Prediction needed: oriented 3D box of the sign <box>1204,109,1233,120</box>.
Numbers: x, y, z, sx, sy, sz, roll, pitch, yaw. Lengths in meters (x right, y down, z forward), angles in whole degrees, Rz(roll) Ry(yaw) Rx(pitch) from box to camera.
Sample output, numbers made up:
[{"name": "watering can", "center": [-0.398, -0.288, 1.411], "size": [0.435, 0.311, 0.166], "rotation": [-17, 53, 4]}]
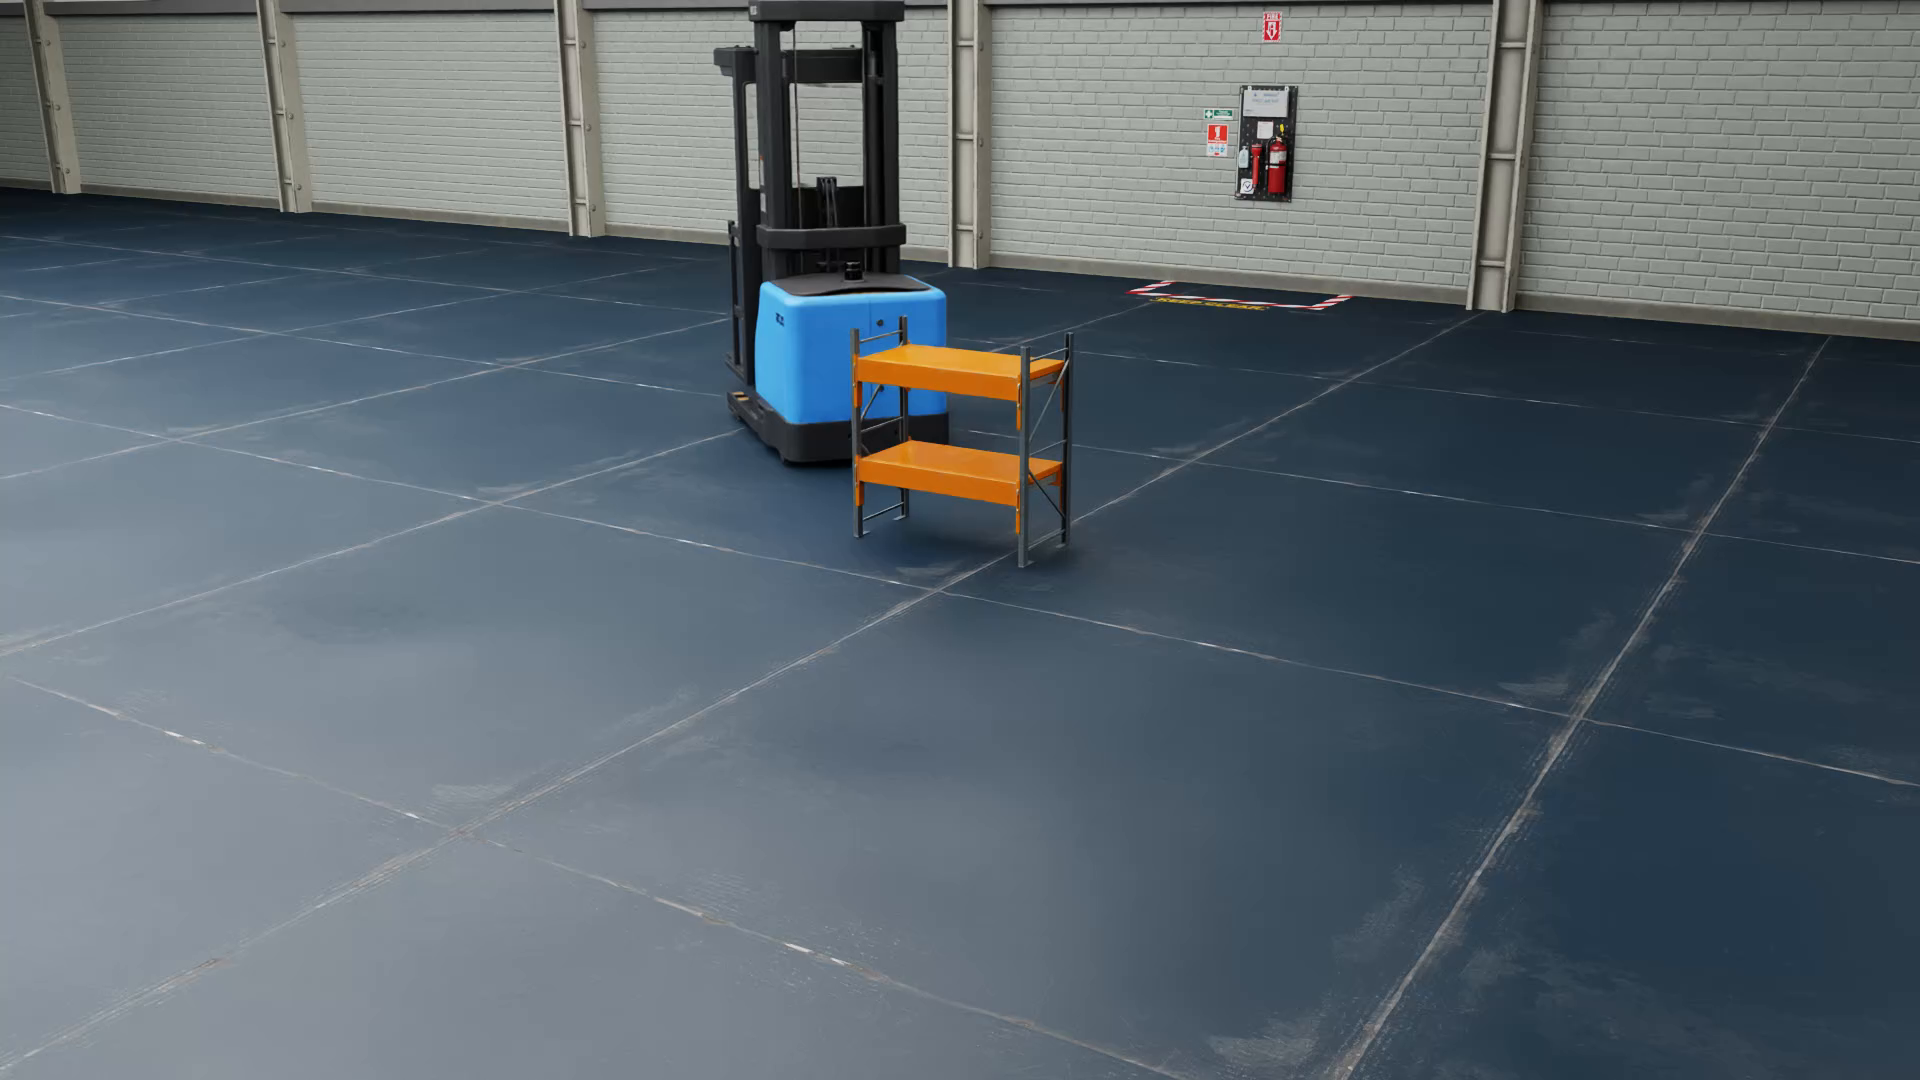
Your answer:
[{"name": "sign", "center": [2.717, -4.473, 17.473], "size": [0.331, 0.109, 0.001], "rotation": [10, 20, 30]}]

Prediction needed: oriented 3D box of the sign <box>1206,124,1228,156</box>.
[{"name": "sign", "center": [2.718, -4.223, 17.560], "size": [0.234, 0.329, 0.001], "rotation": [10, 20, 30]}]

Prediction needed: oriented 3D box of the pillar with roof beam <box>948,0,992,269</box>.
[{"name": "pillar with roof beam", "center": [-2.145, -6.427, 14.558], "size": [0.400, 9.000, 9.100], "rotation": [10, 20, 30]}]

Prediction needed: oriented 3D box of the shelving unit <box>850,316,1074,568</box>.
[{"name": "shelving unit", "center": [0.006, -0.537, 8.714], "size": [1.048, 1.125, 0.538], "rotation": [10, 20, 30]}]

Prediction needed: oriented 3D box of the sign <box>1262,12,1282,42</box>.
[{"name": "sign", "center": [3.180, -5.231, 16.953], "size": [0.199, 0.298, 0.001], "rotation": [10, 20, 30]}]

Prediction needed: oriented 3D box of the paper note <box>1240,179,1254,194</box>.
[{"name": "paper note", "center": [3.020, -3.718, 17.477], "size": [0.142, 0.148, 0.016], "rotation": [10, 20, 30]}]

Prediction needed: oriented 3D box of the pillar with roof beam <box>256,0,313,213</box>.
[{"name": "pillar with roof beam", "center": [-12.370, -8.253, 20.567], "size": [0.400, 9.000, 9.100], "rotation": [10, 20, 30]}]

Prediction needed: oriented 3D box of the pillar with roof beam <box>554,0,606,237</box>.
[{"name": "pillar with roof beam", "center": [-7.258, -7.340, 17.563], "size": [0.400, 9.000, 9.100], "rotation": [10, 20, 30]}]

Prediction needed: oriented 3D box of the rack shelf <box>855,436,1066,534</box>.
[{"name": "rack shelf", "center": [0.006, -0.303, 8.785], "size": [1.000, 0.278, 0.538], "rotation": [10, 20, 30]}]

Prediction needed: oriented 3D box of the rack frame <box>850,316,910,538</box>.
[{"name": "rack frame", "center": [-0.427, -0.615, 8.969], "size": [0.032, 1.125, 0.500], "rotation": [10, 20, 30]}]

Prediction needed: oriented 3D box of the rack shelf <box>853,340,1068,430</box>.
[{"name": "rack shelf", "center": [0.006, -0.817, 8.629], "size": [1.000, 0.278, 0.538], "rotation": [10, 20, 30]}]

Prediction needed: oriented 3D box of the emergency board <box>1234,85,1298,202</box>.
[{"name": "emergency board", "center": [3.135, -4.096, 17.204], "size": [0.643, 1.169, 0.194], "rotation": [10, 20, 30]}]

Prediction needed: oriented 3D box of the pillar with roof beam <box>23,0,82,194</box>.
[{"name": "pillar with roof beam", "center": [-17.483, -9.165, 23.572], "size": [0.400, 9.000, 9.100], "rotation": [10, 20, 30]}]

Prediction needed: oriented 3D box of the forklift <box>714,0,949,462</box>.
[{"name": "forklift", "center": [-1.017, -2.268, 11.305], "size": [1.130, 2.935, 3.031], "rotation": [-6, 18, -18]}]

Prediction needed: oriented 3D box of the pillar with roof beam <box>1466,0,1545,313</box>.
[{"name": "pillar with roof beam", "center": [2.968, -5.515, 11.554], "size": [0.400, 9.000, 9.100], "rotation": [10, 20, 30]}]

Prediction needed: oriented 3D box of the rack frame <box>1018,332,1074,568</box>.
[{"name": "rack frame", "center": [0.439, -0.460, 8.460], "size": [0.032, 1.125, 0.500], "rotation": [10, 20, 30]}]
